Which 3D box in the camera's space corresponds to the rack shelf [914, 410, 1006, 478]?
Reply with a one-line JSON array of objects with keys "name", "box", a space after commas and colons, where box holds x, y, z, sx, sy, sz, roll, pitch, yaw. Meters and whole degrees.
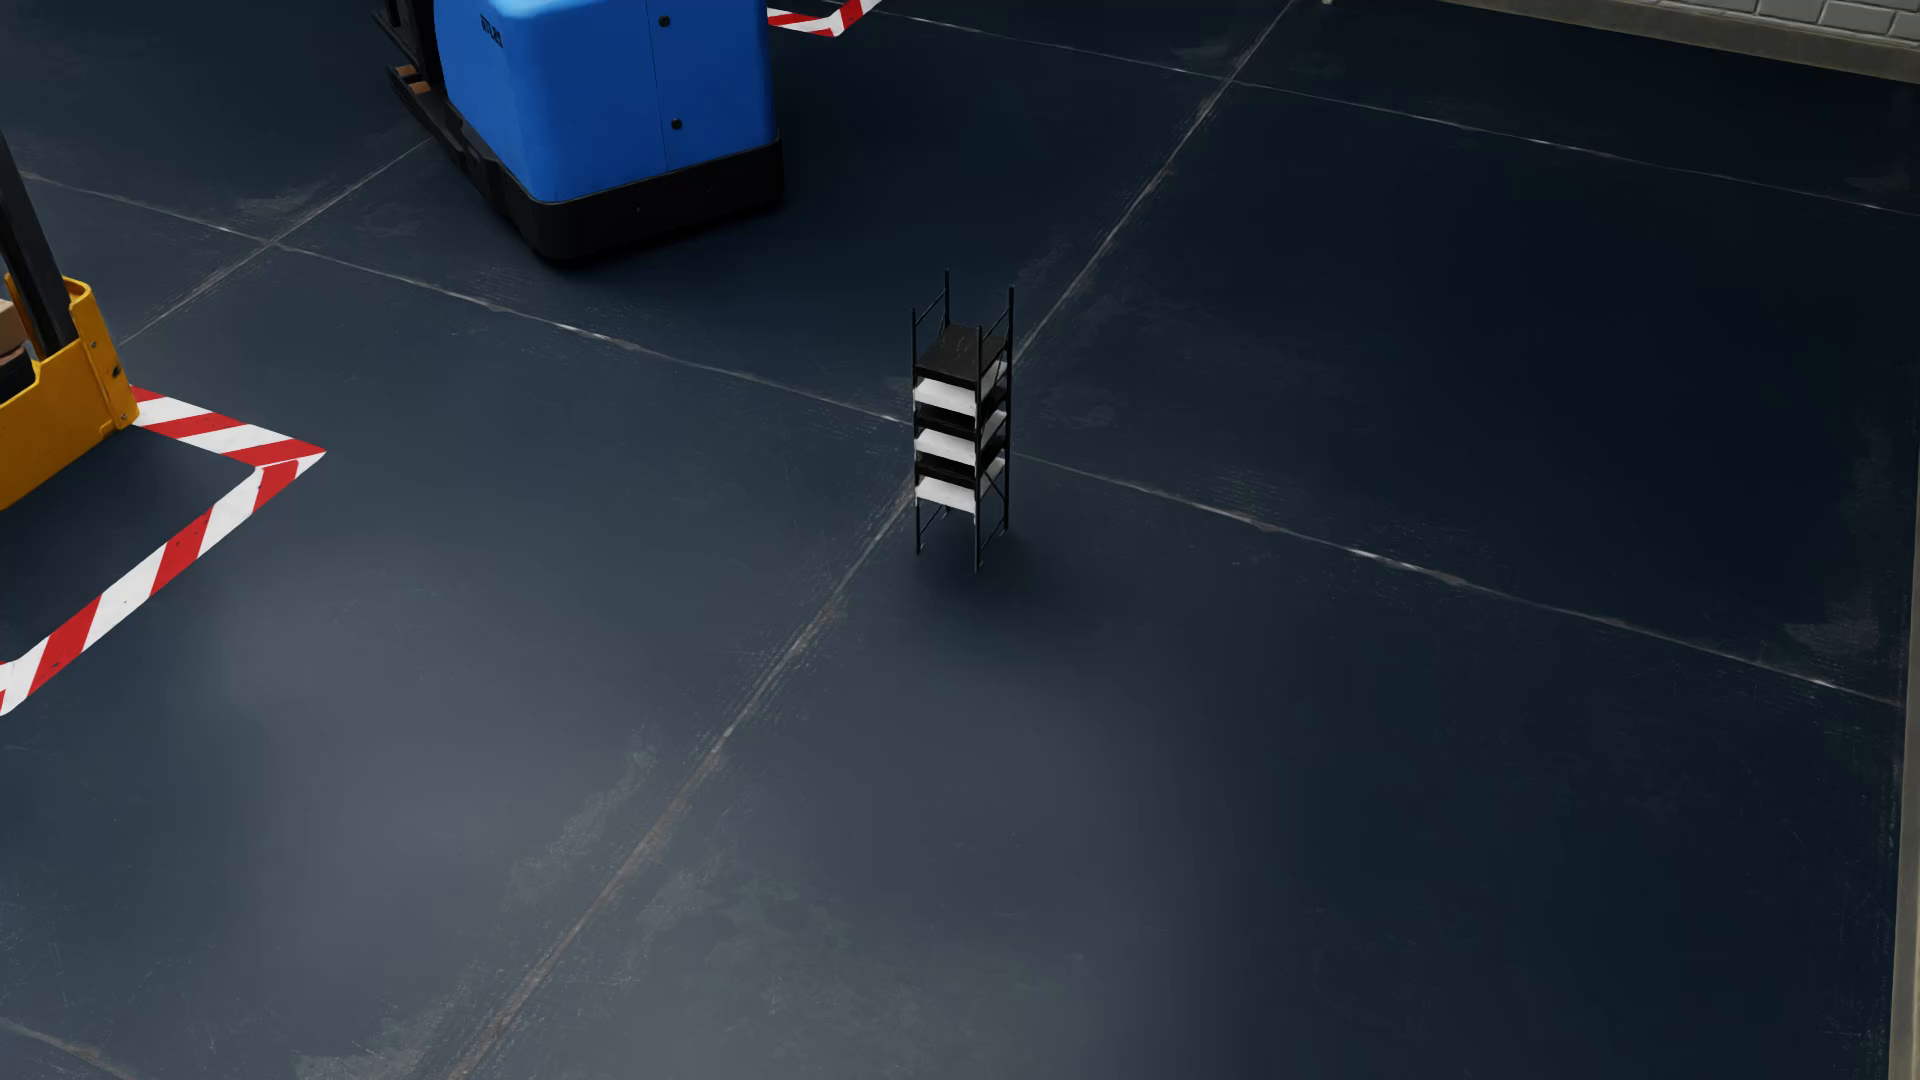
[{"name": "rack shelf", "box": [0.007, -0.313, 4.974, 0.200, 0.077, 0.258, 17, 44, 19]}]

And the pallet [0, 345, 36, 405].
[{"name": "pallet", "box": [-3.940, -0.448, 5.606, 1.213, 0.211, 1.003, 17, 44, 19]}]

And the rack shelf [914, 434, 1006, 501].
[{"name": "rack shelf", "box": [0.007, -0.245, 5.033, 0.200, 0.077, 0.258, 17, 44, 19]}]

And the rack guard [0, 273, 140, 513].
[{"name": "rack guard", "box": [-3.217, -0.337, 5.257, 0.348, 0.500, 1.175, 17, 44, 19]}]

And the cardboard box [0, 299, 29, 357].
[{"name": "cardboard box", "box": [-3.383, -0.670, 5.573, 0.250, 0.149, 0.380, 17, 44, 19]}]

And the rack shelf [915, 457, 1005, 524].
[{"name": "rack shelf", "box": [0.007, -0.177, 5.092, 0.200, 0.077, 0.258, 17, 44, 19]}]

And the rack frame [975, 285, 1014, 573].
[{"name": "rack frame", "box": [0.099, -0.310, 4.920, 0.006, 0.900, 0.240, 17, 44, 19]}]

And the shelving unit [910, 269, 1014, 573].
[{"name": "shelving unit", "box": [0.007, -0.338, 4.953, 0.210, 0.900, 0.258, 17, 44, 19]}]

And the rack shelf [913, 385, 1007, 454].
[{"name": "rack shelf", "box": [0.007, -0.381, 4.916, 0.200, 0.077, 0.258, 17, 44, 19]}]

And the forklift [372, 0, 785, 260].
[{"name": "forklift", "box": [-1.921, -3.125, 6.618, 1.130, 2.935, 3.031, -22, 46, -24]}]

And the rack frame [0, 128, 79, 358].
[{"name": "rack frame", "box": [-3.148, -1.261, 4.414, 0.127, 3.000, 1.000, 17, 44, 19]}]

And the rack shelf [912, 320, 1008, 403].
[{"name": "rack shelf", "box": [0.007, -0.517, 4.798, 0.200, 0.077, 0.258, 17, 44, 19]}]

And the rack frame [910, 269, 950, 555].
[{"name": "rack frame", "box": [-0.085, -0.366, 4.985, 0.006, 0.900, 0.240, 17, 44, 19]}]

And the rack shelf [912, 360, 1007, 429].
[{"name": "rack shelf", "box": [0.007, -0.449, 4.857, 0.200, 0.077, 0.258, 17, 44, 19]}]
